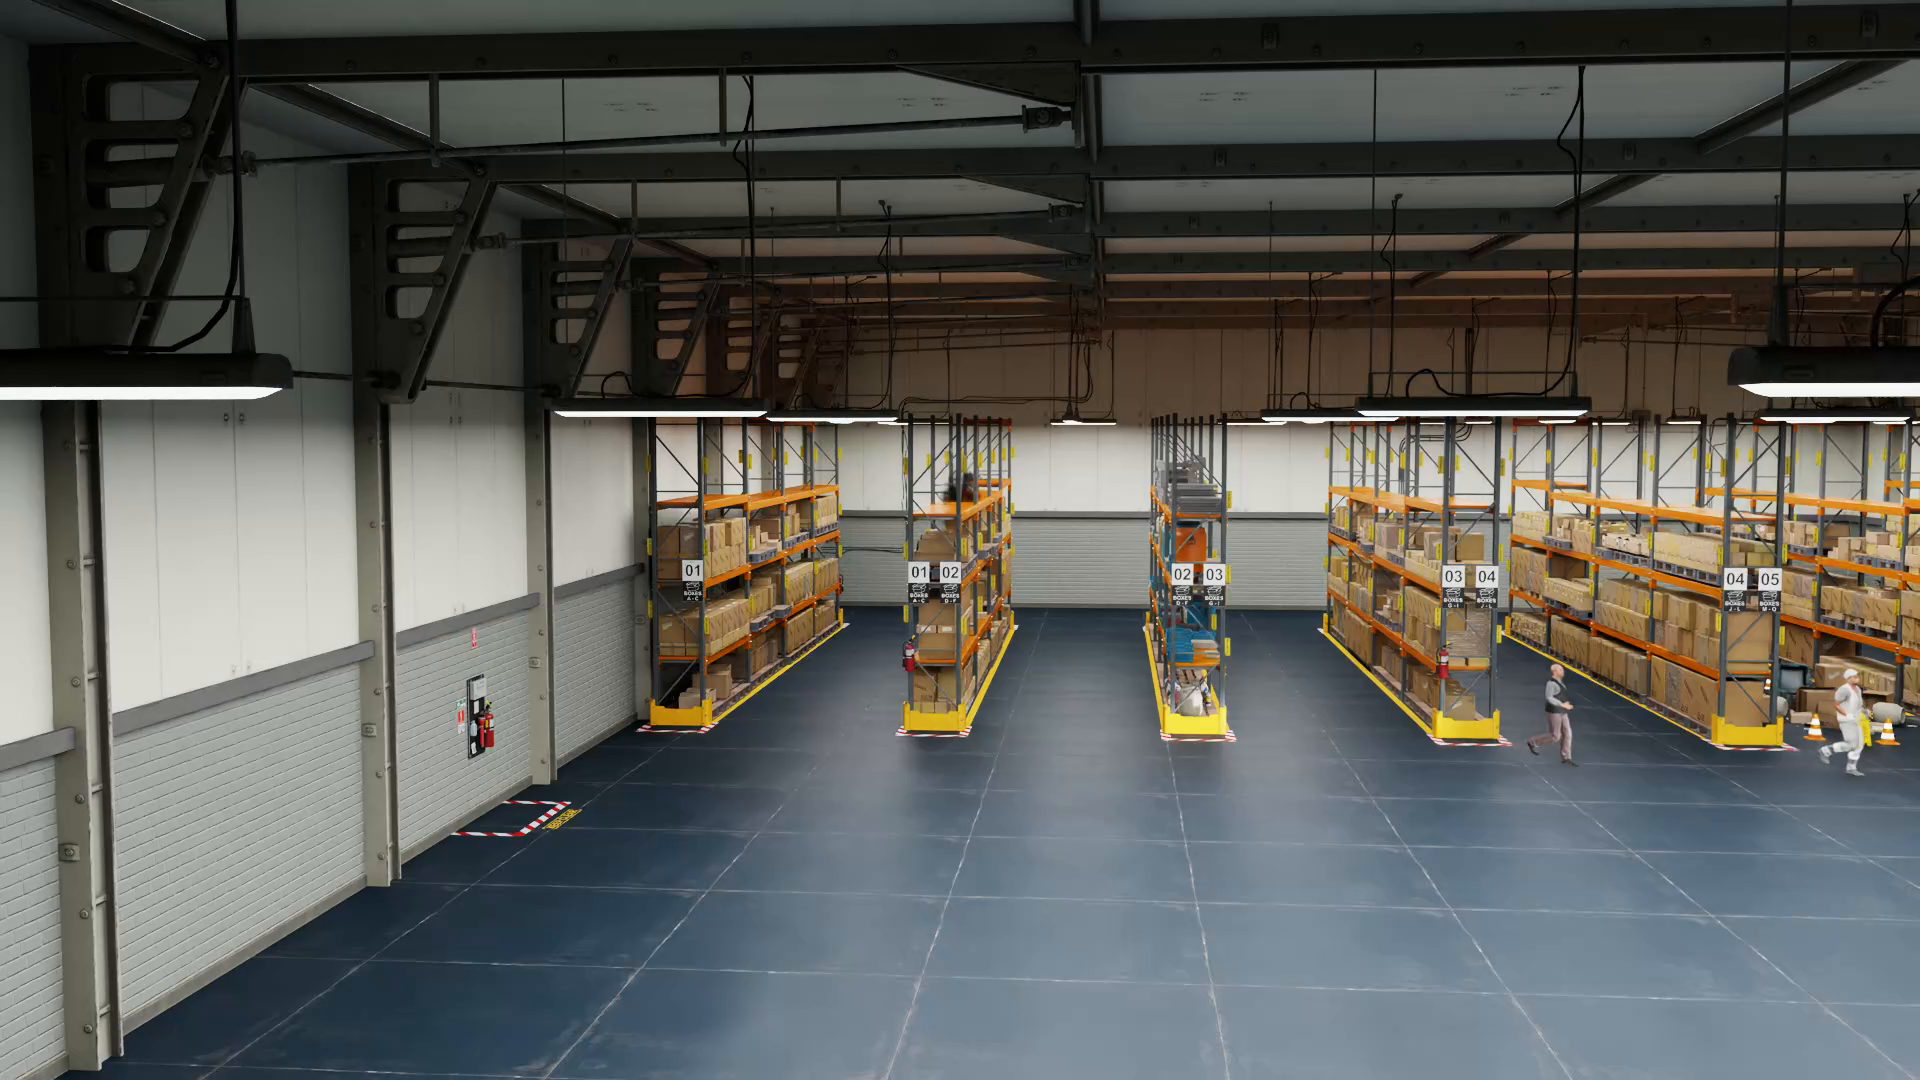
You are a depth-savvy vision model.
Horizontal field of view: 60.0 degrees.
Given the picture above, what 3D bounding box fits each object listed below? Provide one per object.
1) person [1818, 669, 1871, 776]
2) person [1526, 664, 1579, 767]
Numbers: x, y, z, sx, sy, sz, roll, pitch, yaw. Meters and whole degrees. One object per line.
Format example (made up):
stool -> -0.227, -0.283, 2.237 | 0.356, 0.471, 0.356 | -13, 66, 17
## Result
person -> 14.685, 3.000, 27.562 | 0.657, 1.764, 0.700 | -3, 5, -36
person -> 10.132, 2.972, 28.352 | 0.876, 1.728, 0.677 | 3, 5, 37
